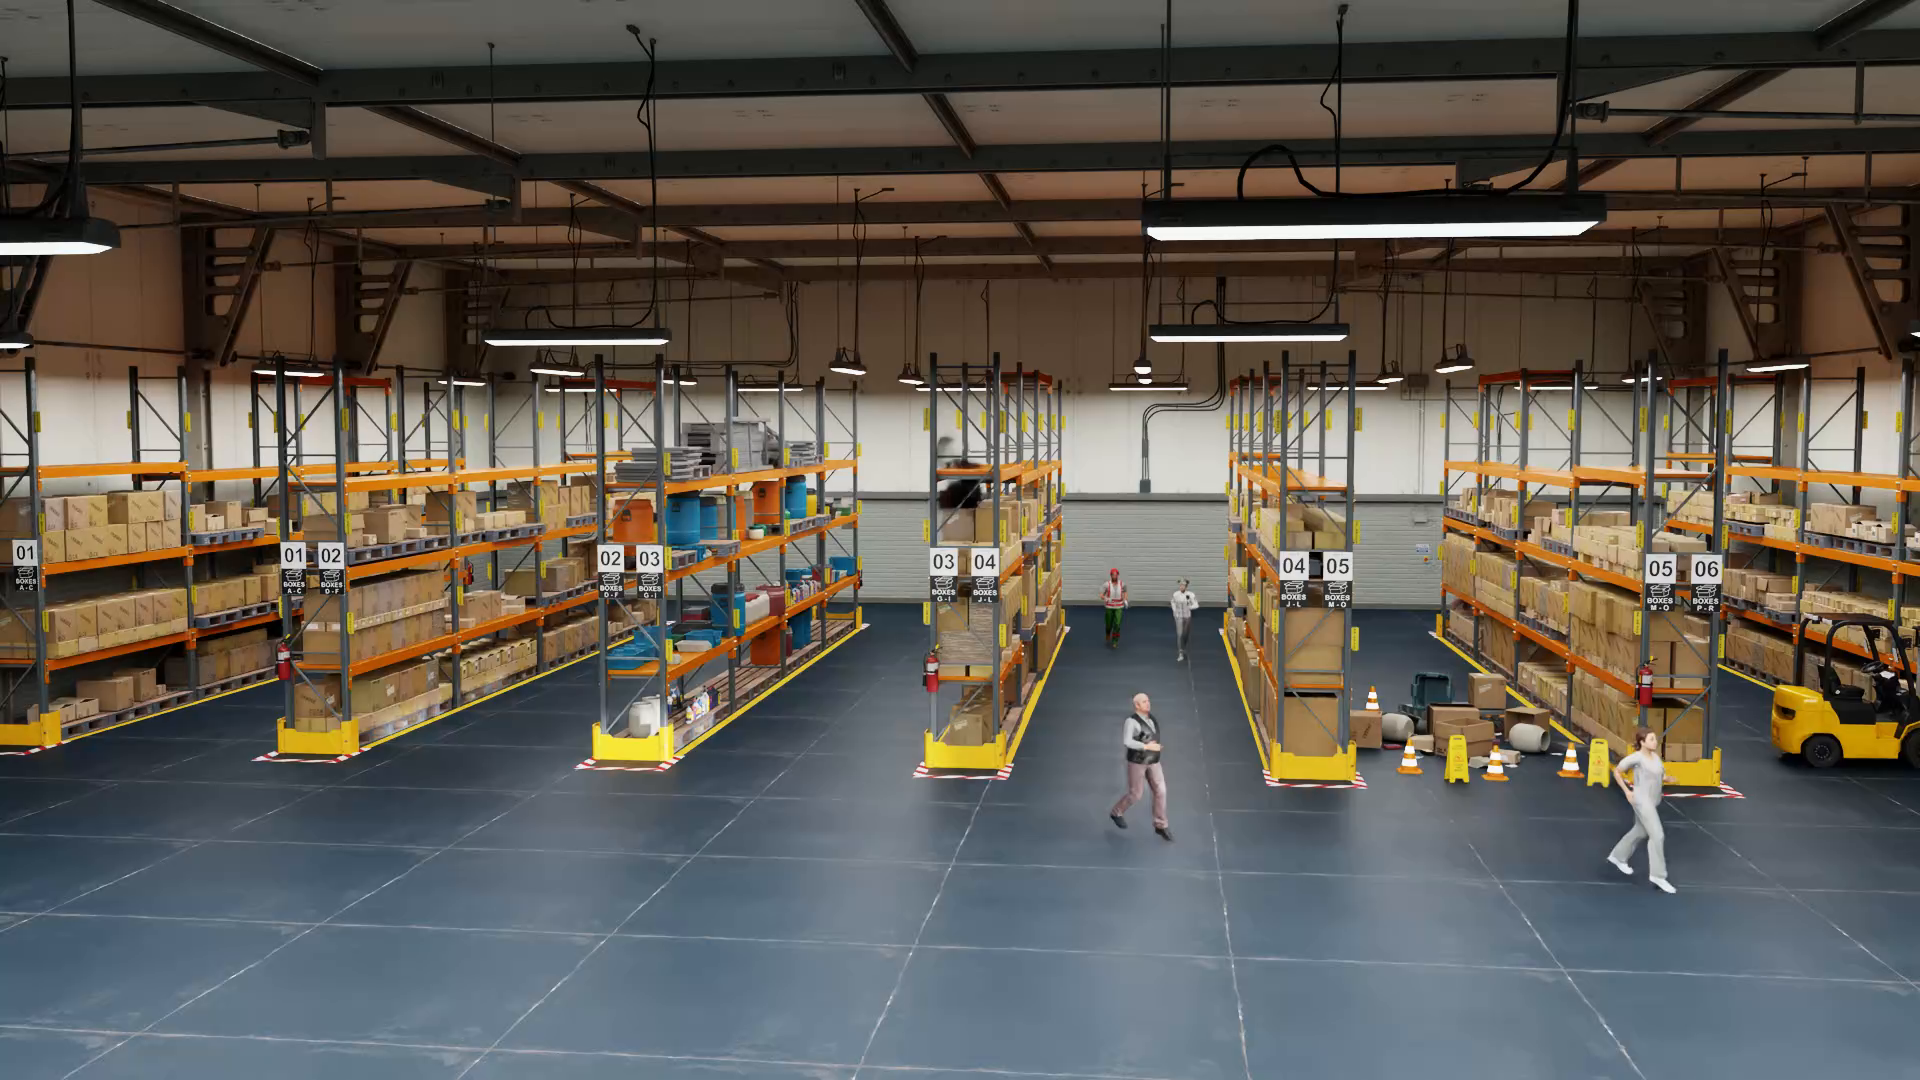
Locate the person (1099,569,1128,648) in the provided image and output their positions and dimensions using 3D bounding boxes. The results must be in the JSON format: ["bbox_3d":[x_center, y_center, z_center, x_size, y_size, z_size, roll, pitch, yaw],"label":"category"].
[{"bbox_3d":[3.422,1.506,36.994,0.658,1.757,0.783,0,4,-3],"label":"person"}]

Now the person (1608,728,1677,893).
[{"bbox_3d":[7.402,2.880,18.002,0.544,1.708,0.854,-3,5,-38],"label":"person"}]

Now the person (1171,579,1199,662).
[{"bbox_3d":[4.755,1.668,35.204,0.597,1.721,0.831,1,4,9],"label":"person"}]

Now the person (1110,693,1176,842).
[{"bbox_3d":[2.202,2.722,20.081,0.668,1.752,0.917,-4,5,-41],"label":"person"}]

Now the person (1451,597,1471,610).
[{"bbox_3d":[12.149,1.359,40.148,0.627,1.653,0.603,-3,5,-39],"label":"person"}]
